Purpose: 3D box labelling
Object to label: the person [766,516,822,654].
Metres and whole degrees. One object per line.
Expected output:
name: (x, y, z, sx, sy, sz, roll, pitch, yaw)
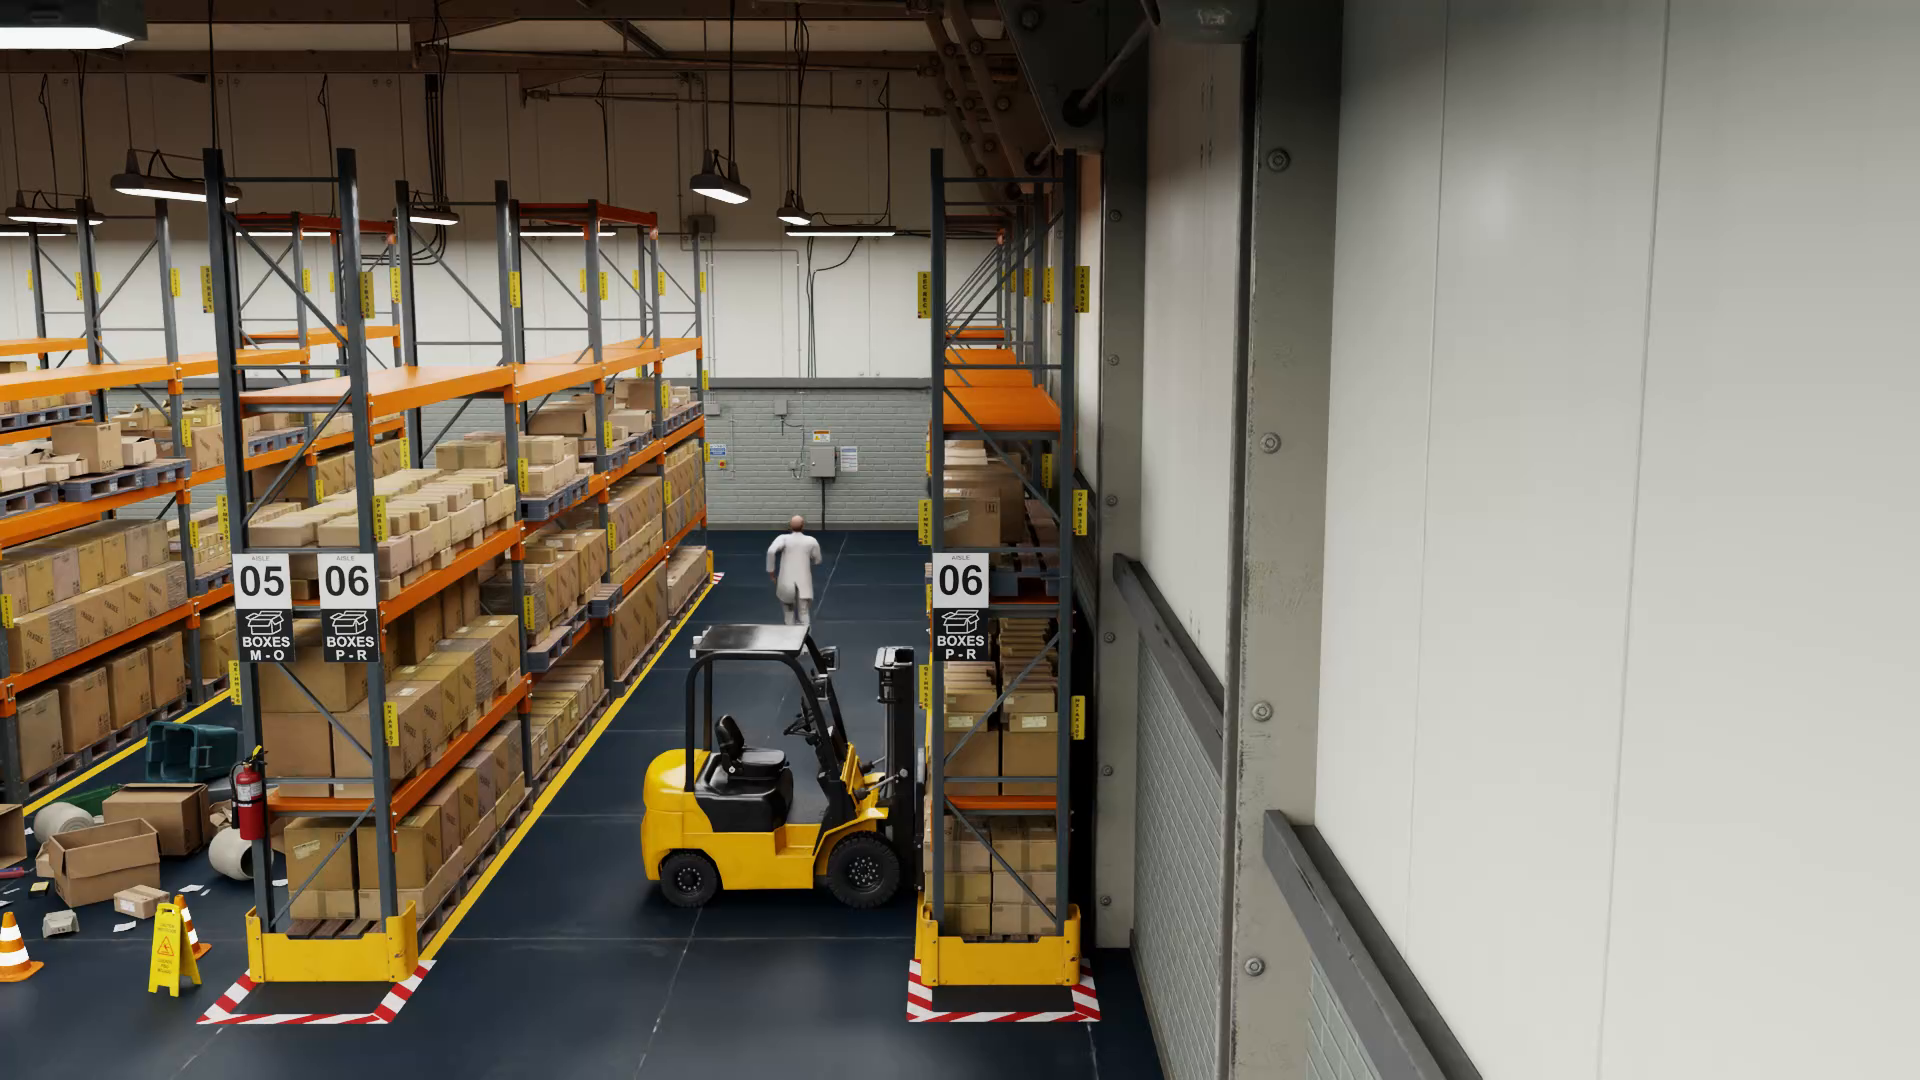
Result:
person: (-2.134, 0.612, 21.437, 0.725, 1.858, 0.923, -1, 9, -6)
